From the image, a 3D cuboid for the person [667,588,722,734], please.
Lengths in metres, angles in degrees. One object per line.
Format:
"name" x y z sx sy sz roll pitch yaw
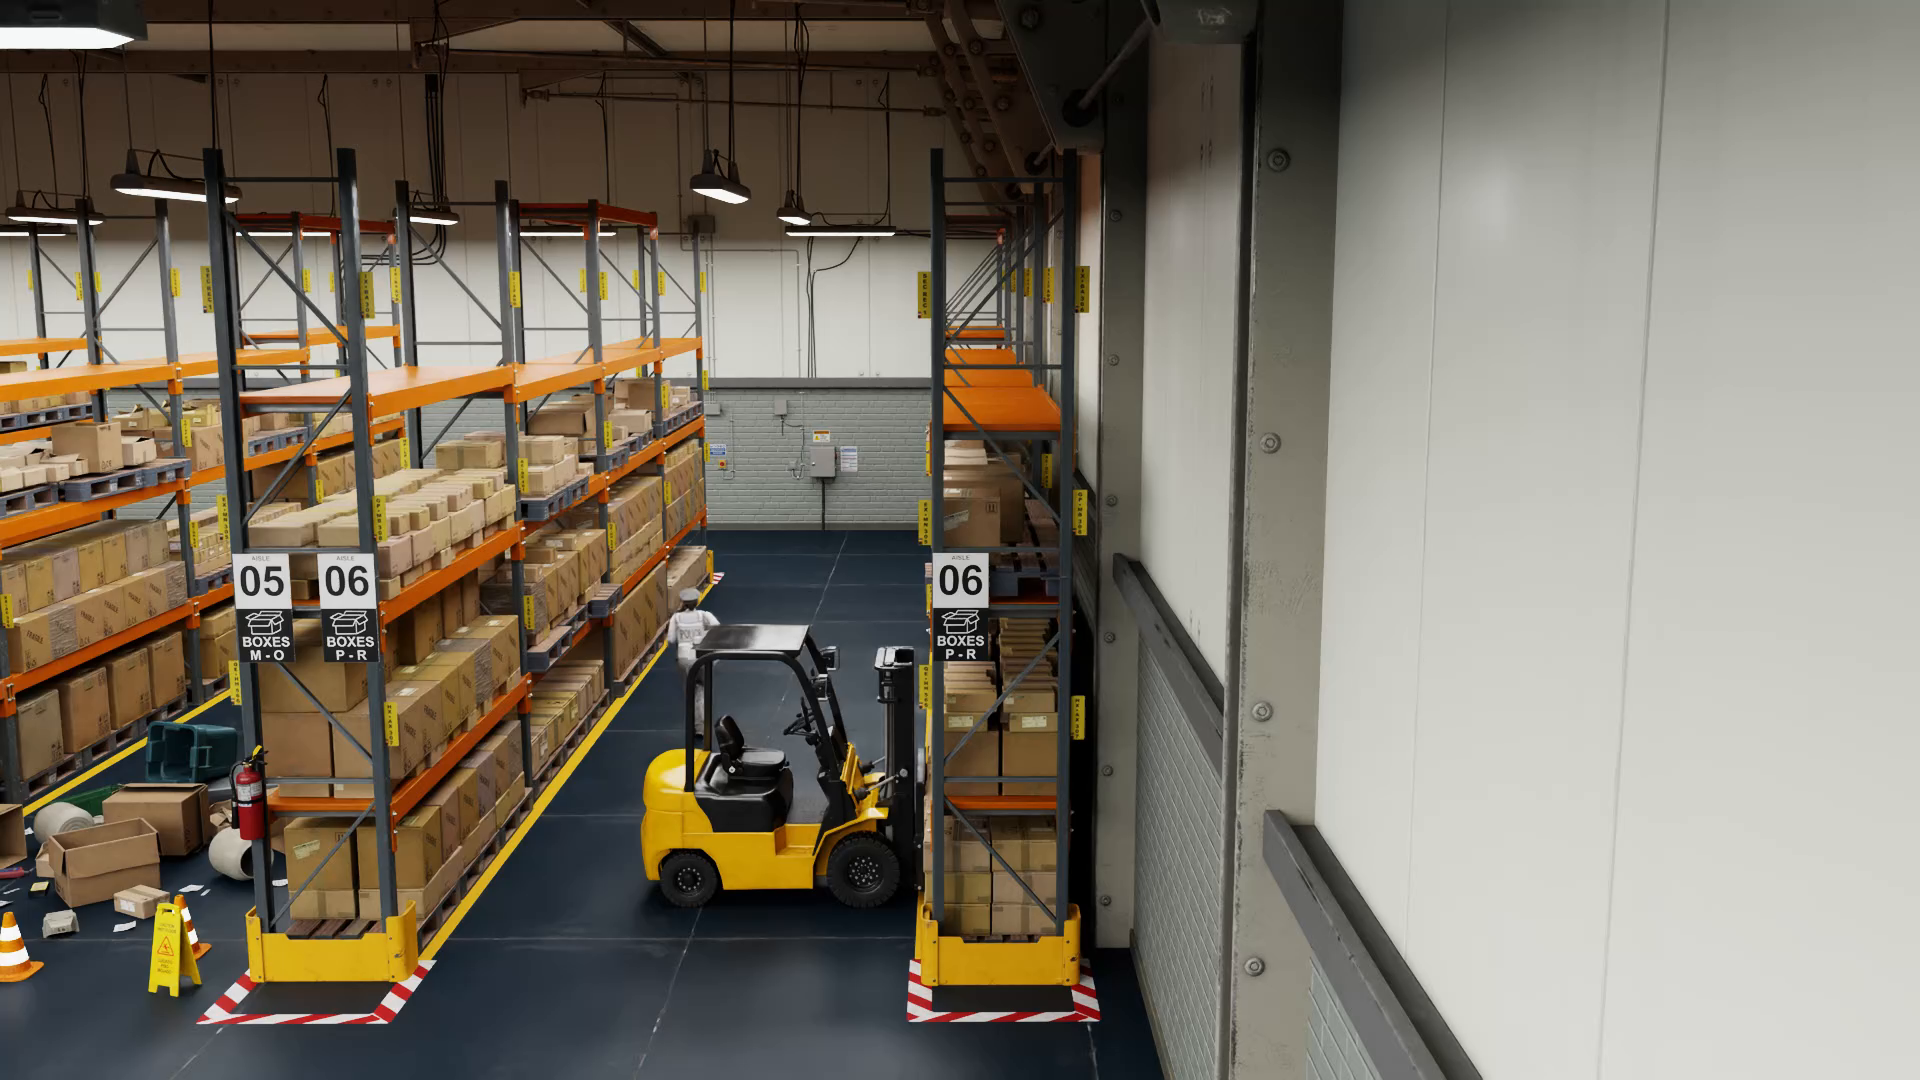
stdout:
"person" -3.011 1.365 18.872 0.589 1.608 0.750 -3 10 -18
